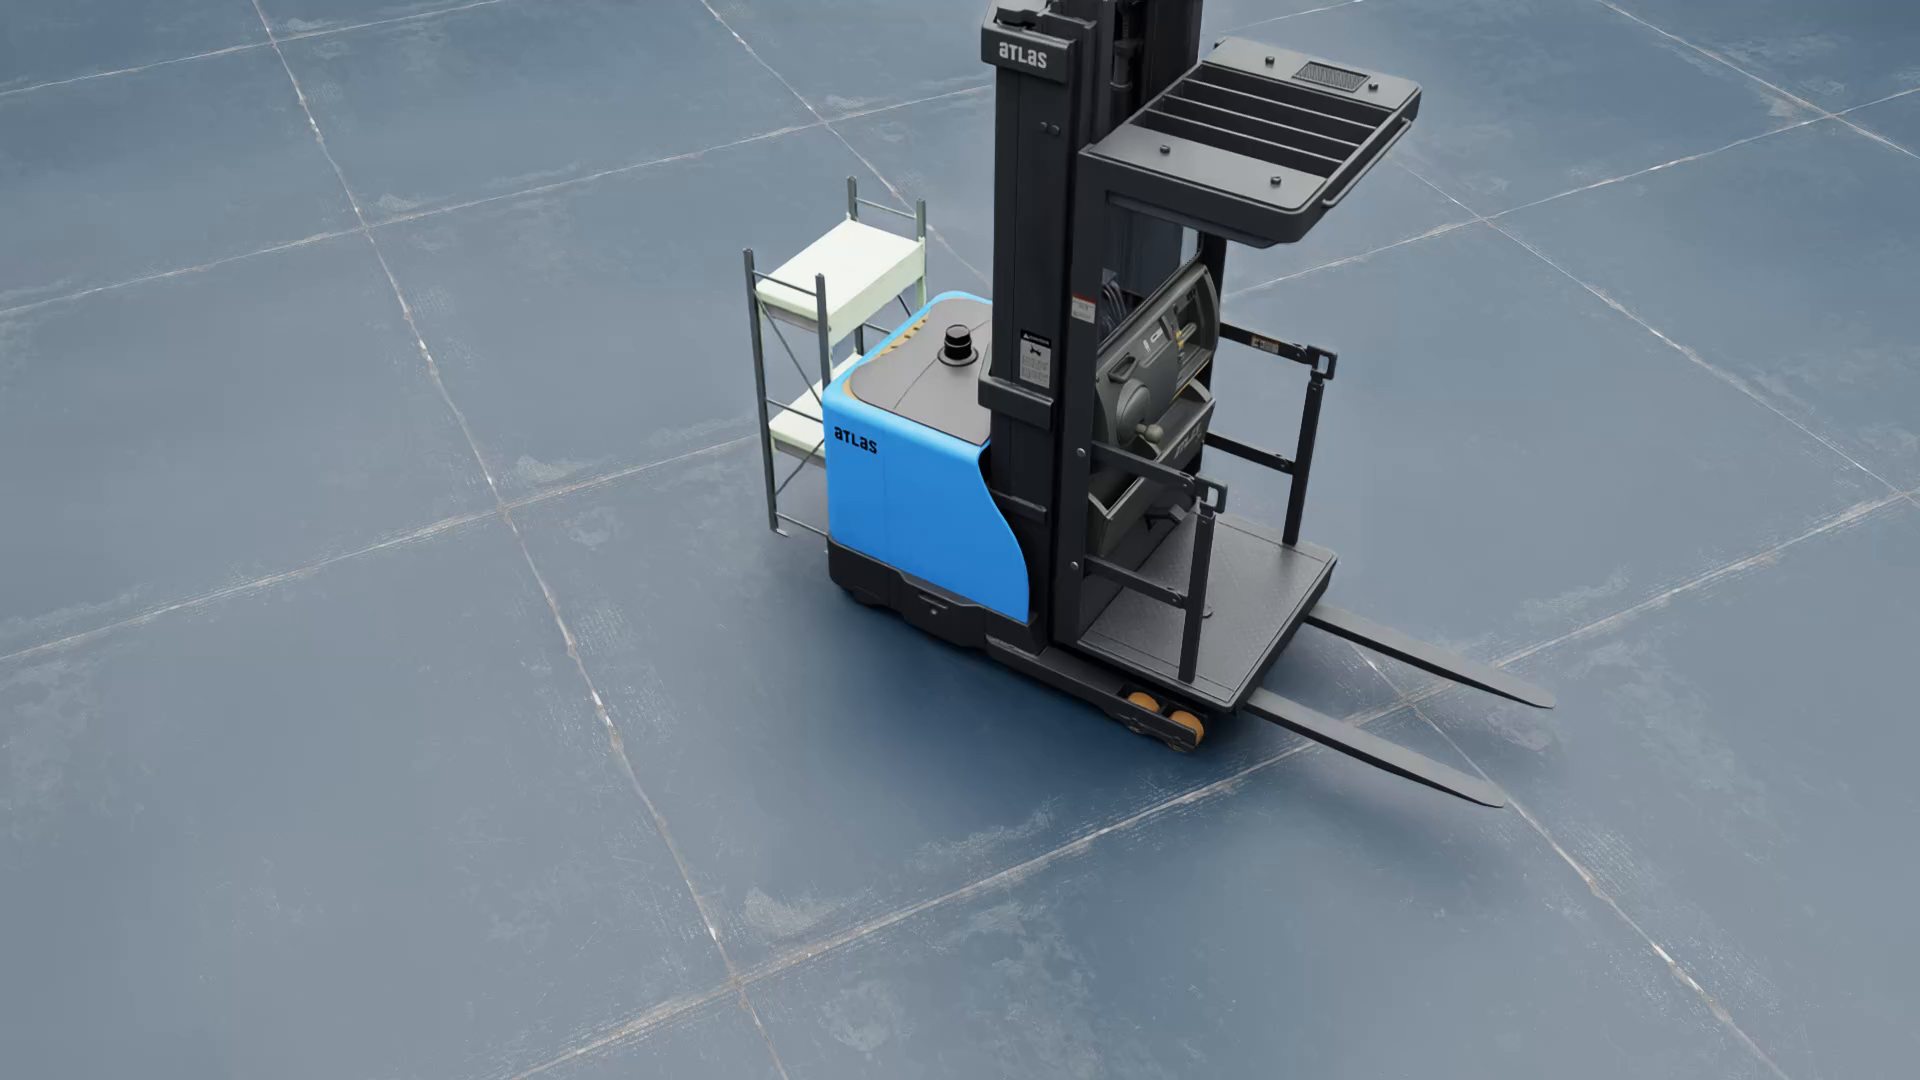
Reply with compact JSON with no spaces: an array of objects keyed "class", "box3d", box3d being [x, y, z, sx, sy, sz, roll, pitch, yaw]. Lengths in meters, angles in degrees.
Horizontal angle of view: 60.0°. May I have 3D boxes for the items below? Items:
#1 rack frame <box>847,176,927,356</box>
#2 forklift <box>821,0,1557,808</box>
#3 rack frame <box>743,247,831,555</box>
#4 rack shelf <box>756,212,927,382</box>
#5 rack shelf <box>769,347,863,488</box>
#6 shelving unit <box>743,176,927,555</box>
[{"class":"rack frame","box3d":[-0.322,-0.955,7.706,0.400,1.500,0.023,22,45,24]},{"class":"forklift","box3d":[0.932,-0.656,6.246,3.031,2.935,1.130,22,45,24]},{"class":"rack frame","box3d":[-0.717,-0.557,7.236,0.400,1.500,0.023,22,45,24]},{"class":"rack shelf","box3d":[-0.519,-1.054,7.219,0.431,0.370,0.720,22,45,24]},{"class":"rack shelf","box3d":[-0.519,-0.507,7.682,0.431,0.370,0.720,22,45,24]},{"class":"shelving unit","box3d":[-0.519,-0.756,7.471,0.431,1.500,0.755,22,45,24]}]
